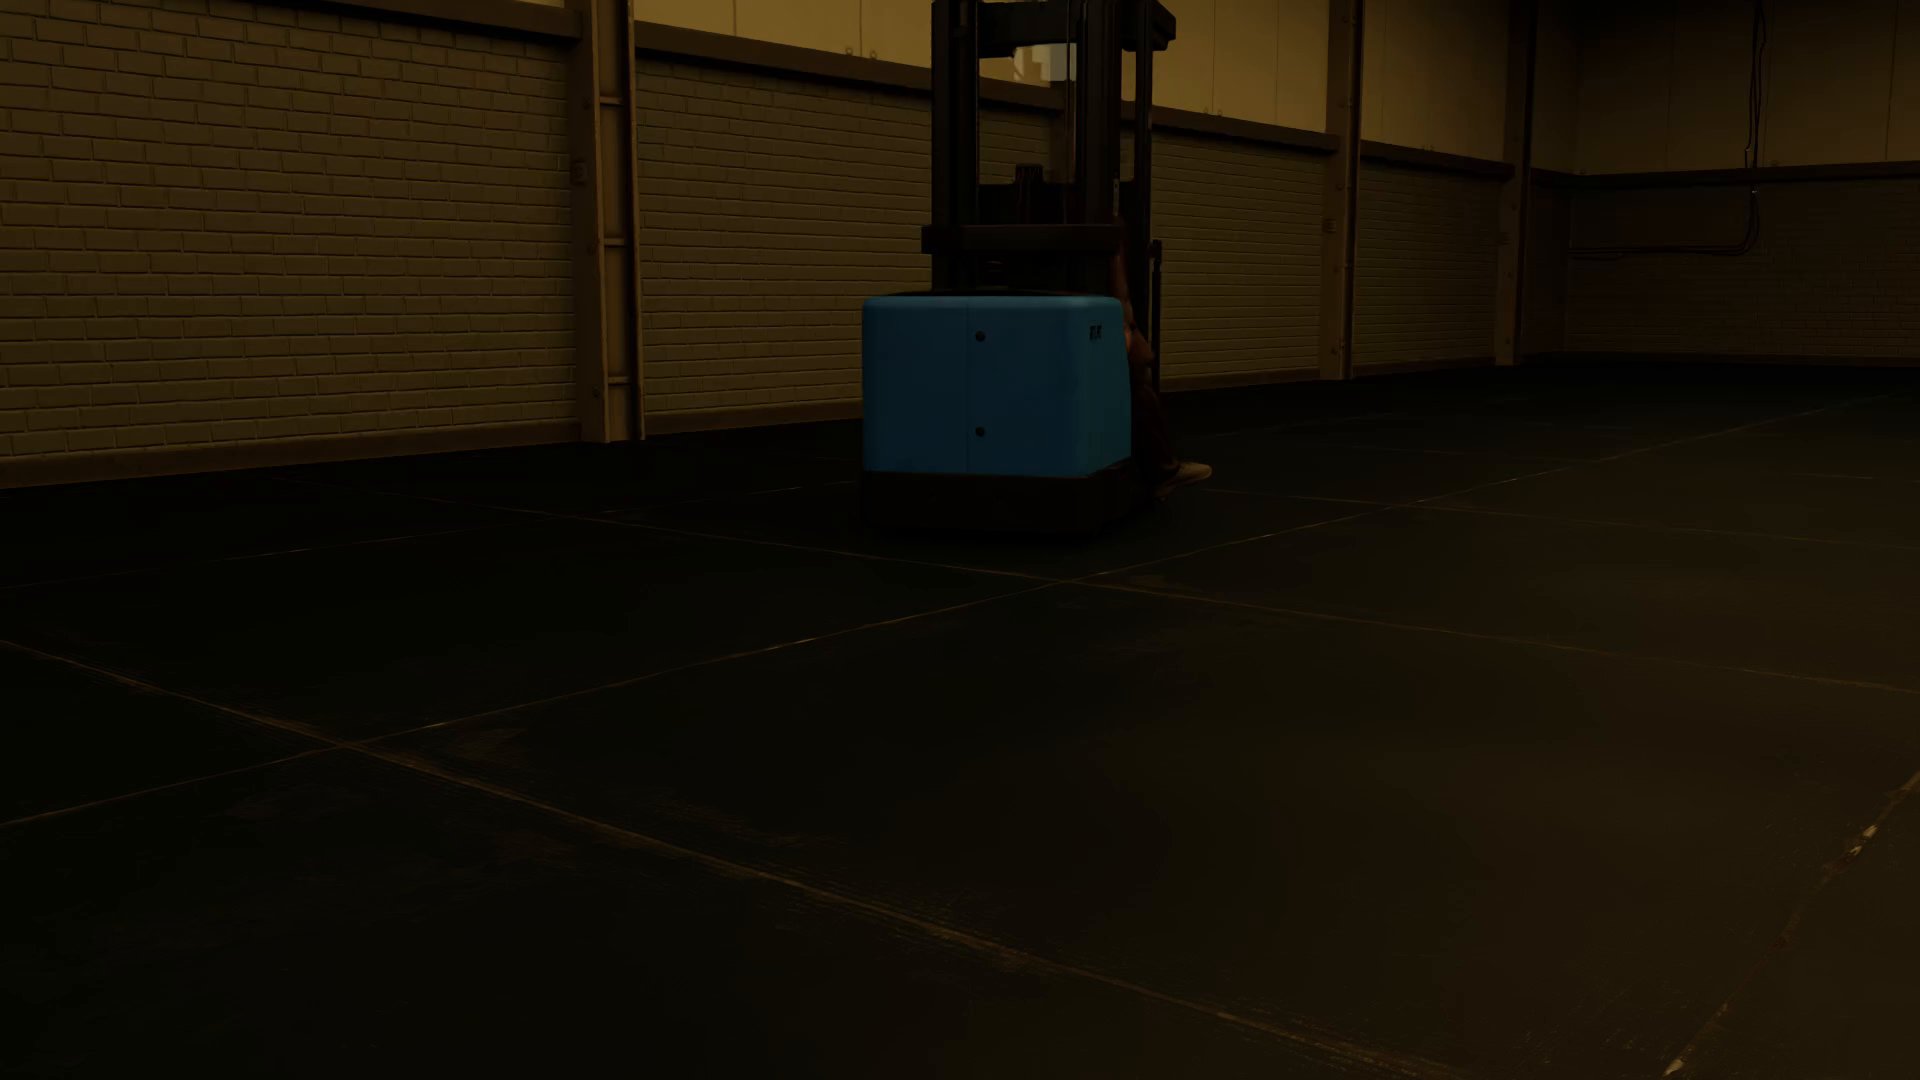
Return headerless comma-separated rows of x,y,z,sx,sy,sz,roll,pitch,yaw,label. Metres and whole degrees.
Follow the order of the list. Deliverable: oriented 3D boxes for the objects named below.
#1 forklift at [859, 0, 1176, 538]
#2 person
0.469,-1.634,8.449,1.130,2.935,3.031,3,9,17,forklift
0.782,-1.056,8.186,0.969,1.721,0.750,-4,9,-26,person
